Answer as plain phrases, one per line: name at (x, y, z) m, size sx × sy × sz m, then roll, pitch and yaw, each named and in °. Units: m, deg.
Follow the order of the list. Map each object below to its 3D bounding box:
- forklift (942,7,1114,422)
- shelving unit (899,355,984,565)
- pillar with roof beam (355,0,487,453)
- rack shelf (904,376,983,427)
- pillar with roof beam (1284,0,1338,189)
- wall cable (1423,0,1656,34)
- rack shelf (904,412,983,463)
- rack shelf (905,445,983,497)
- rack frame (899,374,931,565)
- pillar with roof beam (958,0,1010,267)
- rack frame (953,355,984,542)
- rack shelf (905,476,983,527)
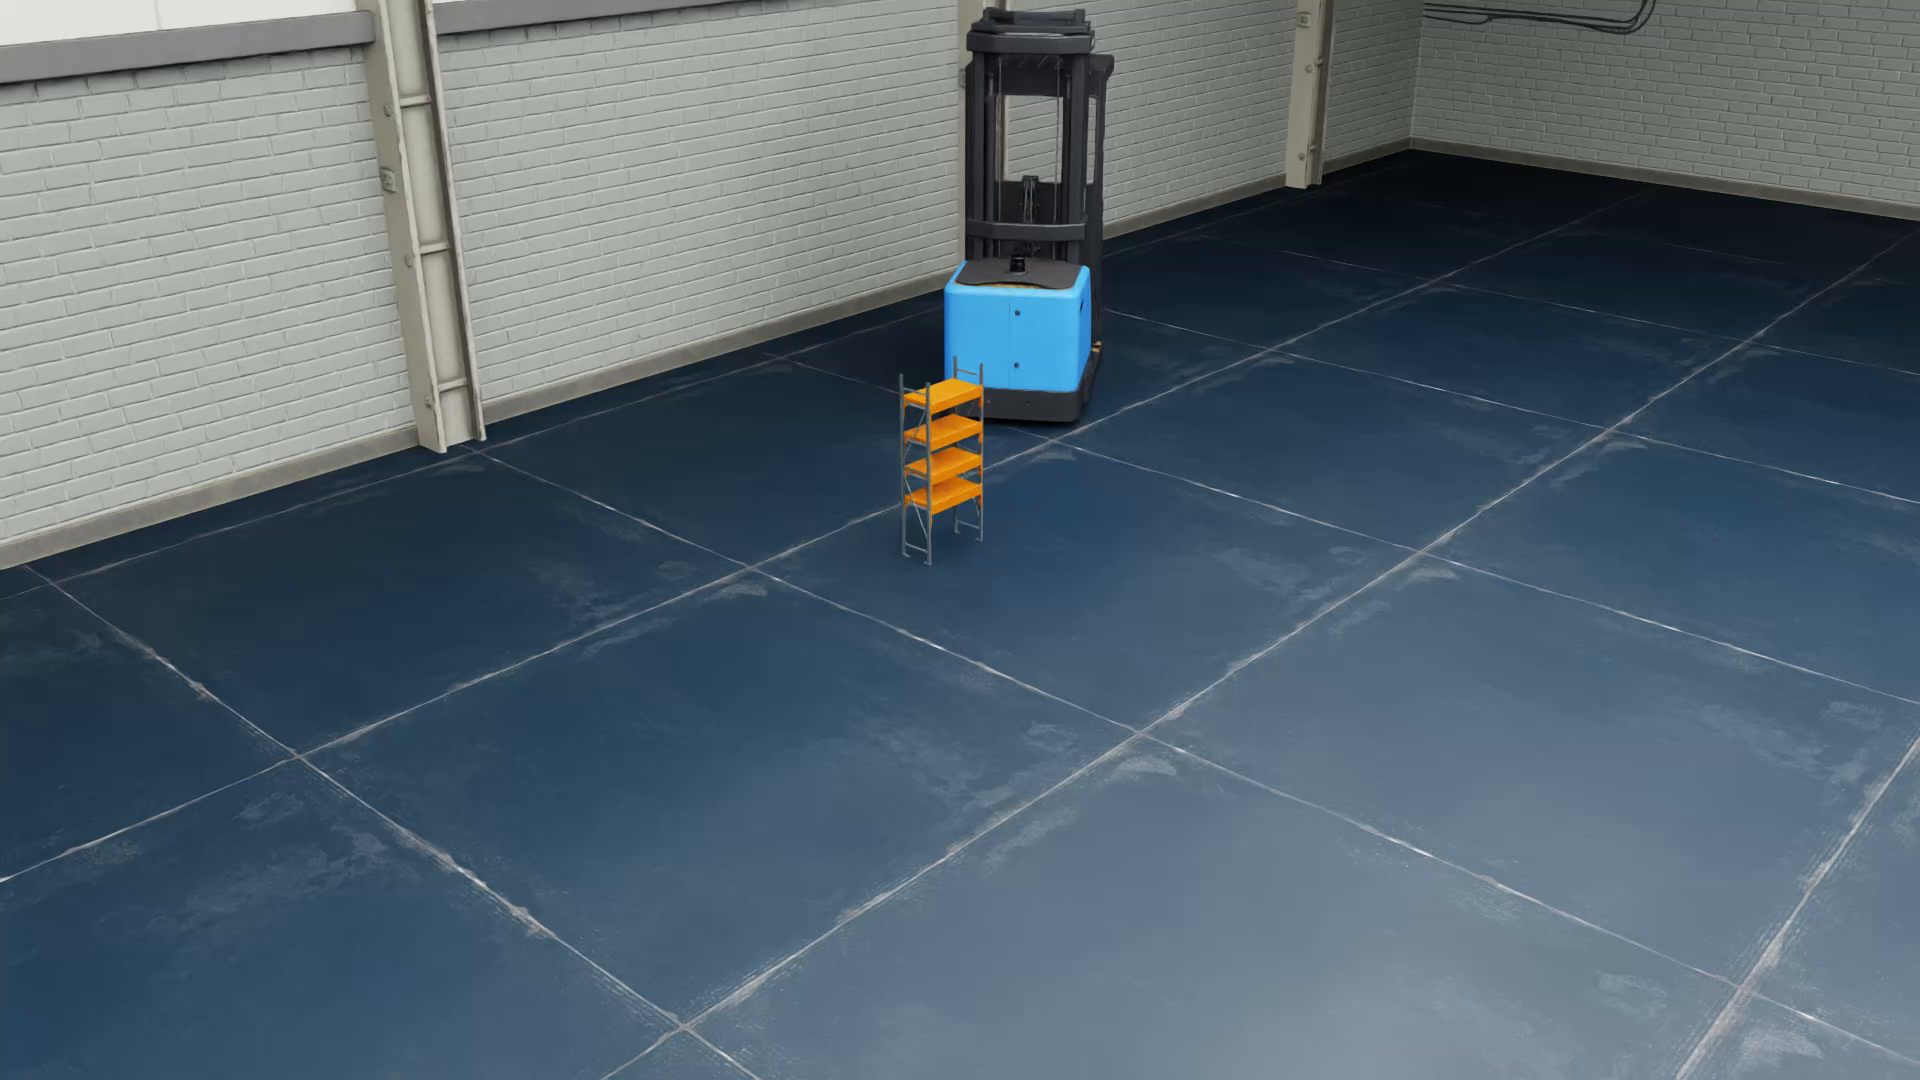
forklift at (0.626, -2.800, 13.413) m, size 1.130 × 2.935 × 3.031 m, roll 4°, pitch 24°, yaw 9°
shelving unit at (-0.110, -0.497, 10.392) m, size 0.258 × 1.200 × 0.503 m, roll 20°, pitch 31°, yaw 38°
pillar with roof beam at (-0.575, -3.665, 7.925) m, size 9.100 × 9.000 × 0.400 m, roll 20°, pitch 31°, yaw 38°
rack shelf at (-0.110, -0.856, 10.231) m, size 0.258 × 0.148 × 0.480 m, roll 20°, pitch 31°, yaw 38°
pillar with roof beam at (7.434, -7.321, 16.079) m, size 9.100 × 9.000 × 0.400 m, roll 20°, pitch 31°, yaw 38°
wall cable at (7.179, -7.616, 20.532) m, size 3.097 × 2.526 × 0.112 m, roll 20°, pitch 31°, yaw 38°
rack shelf at (-0.110, -0.640, 10.328) m, size 0.258 × 0.148 × 0.480 m, roll 20°, pitch 31°, yaw 38°
rack shelf at (-0.110, -0.436, 10.420) m, size 0.258 × 0.148 × 0.480 m, roll 20°, pitch 31°, yaw 38°
rack frame at (-0.273, -0.423, 10.226) m, size 0.240 × 1.200 × 0.015 m, roll 20°, pitch 31°, yaw 38°
pillar with roof beam at (3.429, -5.493, 12.002) m, size 9.100 × 9.000 × 0.400 m, roll 20°, pitch 31°, yaw 38°
rack frame at (0.052, -0.571, 10.558) m, size 0.240 × 1.200 × 0.015 m, roll 20°, pitch 31°, yaw 38°
rack shelf at (-0.110, -0.254, 10.501) m, size 0.258 × 0.148 × 0.480 m, roll 20°, pitch 31°, yaw 38°
